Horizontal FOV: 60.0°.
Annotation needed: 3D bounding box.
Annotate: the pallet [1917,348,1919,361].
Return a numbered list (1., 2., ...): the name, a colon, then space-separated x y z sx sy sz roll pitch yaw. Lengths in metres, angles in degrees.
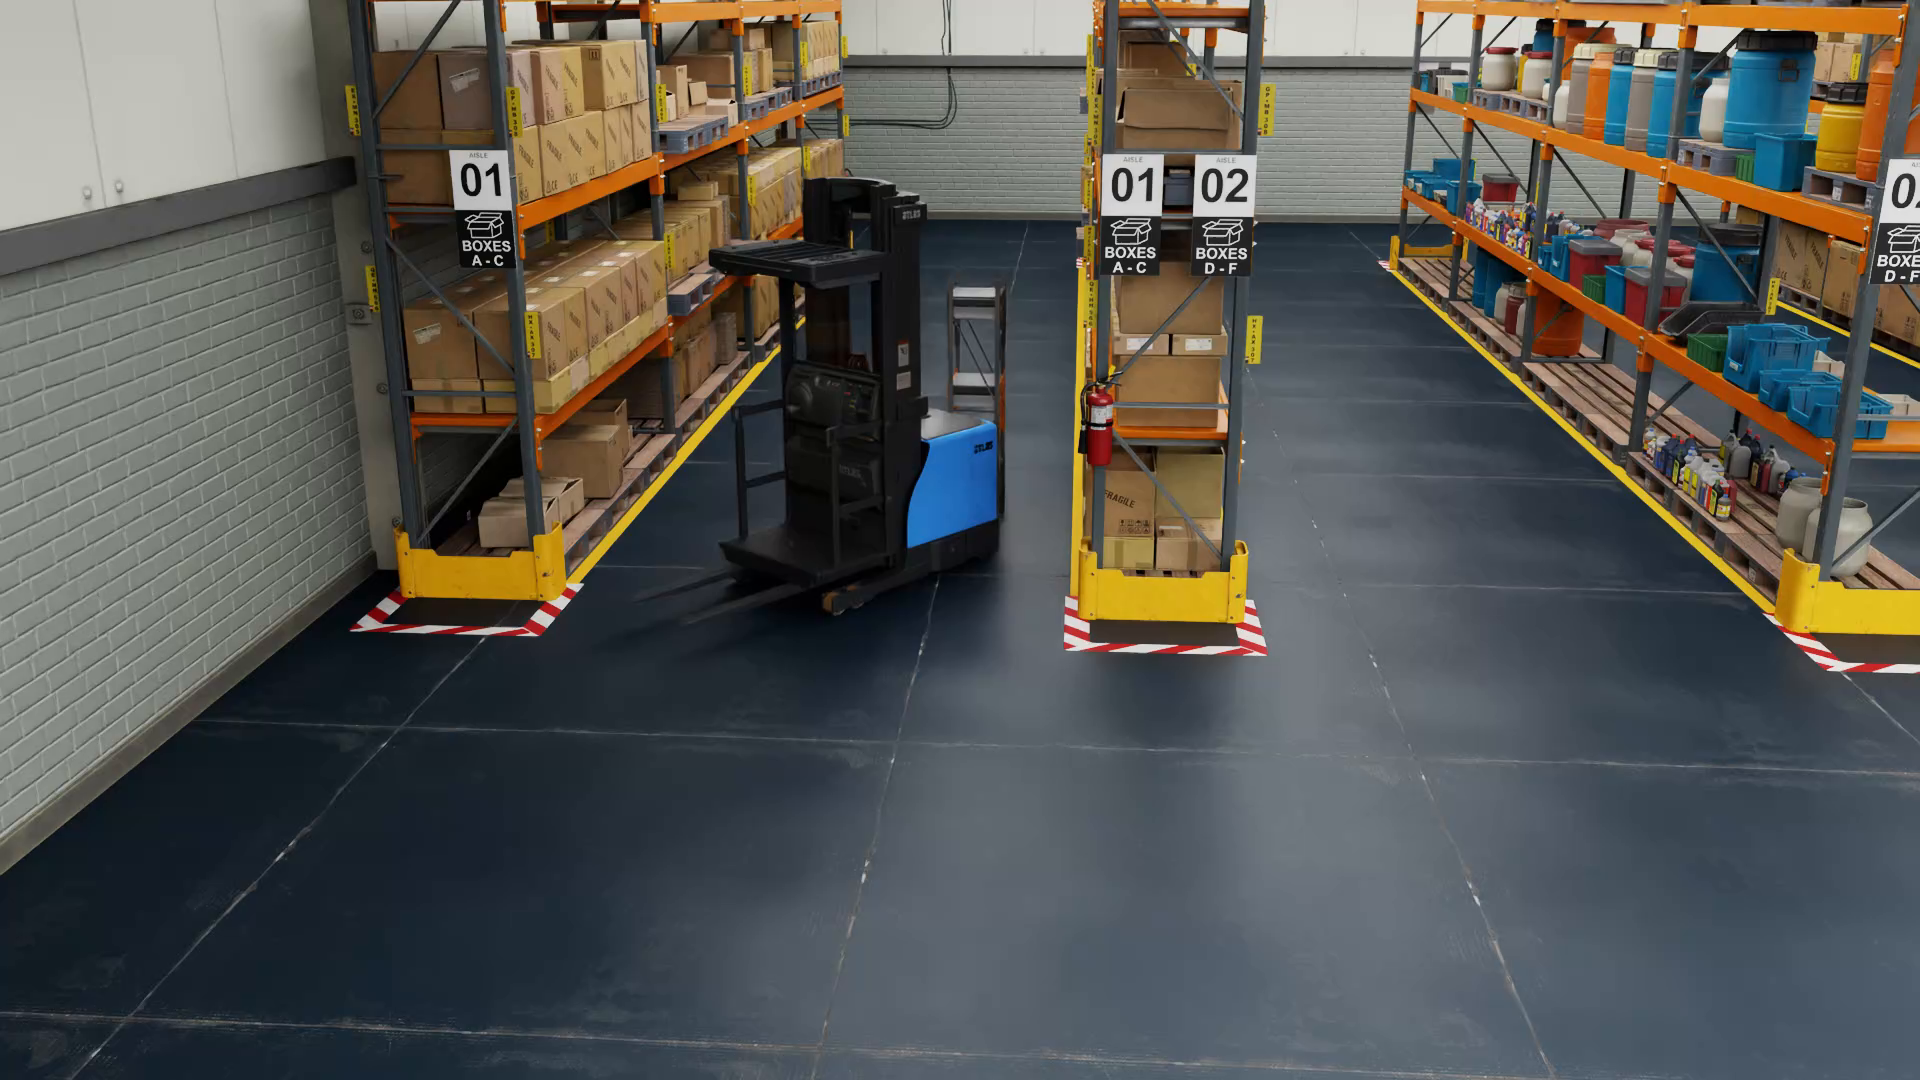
1. pallet: 12.012 -2.095 19.477 1.003 0.211 1.213 1 18 4

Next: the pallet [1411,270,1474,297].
1. pallet: 7.326 -3.814 24.722 1.003 0.211 1.213 1 18 4

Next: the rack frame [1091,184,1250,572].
1. rack frame: 1.426 -0.914 11.396 1.000 3.000 0.127 1 18 4

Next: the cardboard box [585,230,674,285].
1. cardboard box: -3.158 -2.680 15.917 0.700 0.500 0.500 1 18 4

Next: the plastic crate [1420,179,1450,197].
1. plastic crate: 7.073 -5.242 24.778 0.416 0.233 0.300 1 18 4

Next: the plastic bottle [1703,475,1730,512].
1. plastic bottle: 6.107 -0.375 13.418 0.152 0.276 0.135 1 18 4

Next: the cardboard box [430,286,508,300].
1. cardboard box: -3.647 -1.626 12.571 0.500 0.500 0.500 2 18 5

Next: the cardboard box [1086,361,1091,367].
1. cardboard box: 1.487 -1.610 16.360 0.500 0.311 0.500 2 18 5

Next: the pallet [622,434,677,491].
1. pallet: -3.241 -0.732 15.316 1.003 0.211 1.213 1 18 4

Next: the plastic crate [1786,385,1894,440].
1. plastic crate: 6.104 -0.894 11.573 0.499 0.251 0.616 1 18 4

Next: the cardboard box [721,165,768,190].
1. cardboard box: -2.614 -4.365 20.053 0.500 0.250 0.500 1 18 3

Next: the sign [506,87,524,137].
1. sign: -2.974 -2.852 11.090 0.100 0.325 0.005 1 18 4

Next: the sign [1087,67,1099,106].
1. sign: 1.171 -3.986 14.618 0.100 0.325 0.005 1 18 4

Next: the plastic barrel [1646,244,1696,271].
1. plastic barrel: 6.993 -2.630 16.412 0.433 0.535 0.433 0 18 0

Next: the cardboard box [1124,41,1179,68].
1. cardboard box: 1.814 -4.435 15.685 0.500 0.500 0.500 3 18 9

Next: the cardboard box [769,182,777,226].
1. cardboard box: -2.568 -4.168 20.657 0.500 0.500 0.500 1 18 4

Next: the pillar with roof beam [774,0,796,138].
1. pillar with roof beam: 1.257 -9.606 28.286 9.100 9.000 0.400 1 18 4

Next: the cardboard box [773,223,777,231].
1. cardboard box: -2.562 -4.054 21.348 0.380 0.149 0.250 2 18 6

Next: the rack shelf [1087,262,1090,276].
1. rack shelf: 2.143 -3.678 20.986 1.077 0.370 4.000 1 18 4

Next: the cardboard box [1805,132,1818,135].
1. cardboard box: 12.681 -5.930 25.264 0.500 0.500 0.500 2 18 5

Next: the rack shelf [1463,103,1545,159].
1. rack shelf: 7.084 -4.992 20.178 1.077 0.370 4.000 1 18 4

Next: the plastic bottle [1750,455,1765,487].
1. plastic bottle: 6.754 -0.591 14.065 0.061 0.283 0.133 1 18 4

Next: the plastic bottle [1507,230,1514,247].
1. plastic bottle: 6.629 -3.616 19.962 0.097 0.201 0.097 0 18 0

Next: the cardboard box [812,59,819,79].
1. cardboard box: -2.291 -6.719 23.698 0.500 0.250 0.500 1 18 3

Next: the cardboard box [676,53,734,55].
1. cardboard box: -2.978 -5.508 19.731 0.700 0.500 0.500 0 18 1

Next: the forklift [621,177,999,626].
1. forklift: -1.064 -1.037 11.881 1.130 2.935 3.031 16 24 40

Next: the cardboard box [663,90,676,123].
1. cardboard box: -3.065 -4.208 16.099 0.500 0.311 0.500 2 18 6

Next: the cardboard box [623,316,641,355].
1. cardboard box: -3.024 -1.739 14.122 0.500 0.250 0.500 1 18 4

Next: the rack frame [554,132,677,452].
1. rack frame: -3.228 -2.266 15.521 1.000 3.000 0.127 1 18 4

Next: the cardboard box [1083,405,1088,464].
1. cardboard box: 1.262 -0.803 13.593 0.500 0.500 0.500 1 18 4

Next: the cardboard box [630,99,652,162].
1. cardboard box: -3.018 -3.585 14.538 0.500 0.500 0.500 2 18 5

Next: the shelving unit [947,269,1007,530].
1. shelving unit: 0.137 -1.085 13.363 0.431 2.100 0.503 2 18 6

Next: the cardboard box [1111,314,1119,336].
1. cardboard box: 1.299 -1.554 12.145 0.380 0.149 0.250 1 18 3

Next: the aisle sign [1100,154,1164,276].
1. aisle sign: 1.129 -2.136 10.949 0.394 0.787 0.004 1 18 4

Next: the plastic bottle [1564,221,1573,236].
1. plastic bottle: 7.412 -3.747 20.249 0.097 0.271 0.097 0 18 0

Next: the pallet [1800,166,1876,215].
1. pallet: 6.524 -2.393 11.395 1.003 0.211 1.213 1 18 4

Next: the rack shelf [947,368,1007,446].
1. rack shelf: 0.137 -1.072 13.368 0.431 0.518 0.480 2 18 6

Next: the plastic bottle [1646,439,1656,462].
1. plastic bottle: 6.186 -0.803 14.845 0.097 0.201 0.097 0 18 0

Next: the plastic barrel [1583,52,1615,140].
1. plastic barrel: 6.618 -4.463 16.720 0.600 0.830 0.708 1 18 4

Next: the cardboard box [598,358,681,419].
1. cardboard box: -3.192 -1.516 16.541 0.700 0.500 0.500 2 18 6

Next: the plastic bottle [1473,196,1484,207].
1. plastic bottle: 6.876 -4.391 22.087 0.144 0.351 0.185 1 18 4

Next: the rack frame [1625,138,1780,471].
1. rack frame: 6.654 -2.045 14.846 1.000 3.000 0.127 1 18 4

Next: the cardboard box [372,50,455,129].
1. cardboard box: -3.745 -3.121 11.515 0.500 0.500 0.500 2 18 6

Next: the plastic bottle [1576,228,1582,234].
1. plastic bottle: 7.302 -3.534 19.597 0.097 0.271 0.097 0 18 0

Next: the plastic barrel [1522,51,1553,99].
1. plastic barrel: 6.917 -5.531 19.775 0.433 0.535 0.433 0 18 0

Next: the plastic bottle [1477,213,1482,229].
1. plastic bottle: 6.745 -4.121 21.500 0.097 0.201 0.097 0 18 0

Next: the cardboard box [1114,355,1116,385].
1. cardboard box: 1.547 -1.424 12.790 0.700 0.500 0.500 1 18 4

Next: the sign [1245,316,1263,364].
1. sign: 1.980 -1.349 11.205 0.100 0.325 0.005 1 18 4

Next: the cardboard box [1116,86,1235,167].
1. cardboard box: 1.472 -2.833 11.370 0.797 0.503 0.637 3 18 8

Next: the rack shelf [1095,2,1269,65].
1. rack shelf: 1.570 -3.854 12.532 1.077 0.370 4.000 1 18 4

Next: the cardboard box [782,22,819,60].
1. cardboard box: -2.293 -7.083 23.607 0.500 0.500 0.500 1 18 3

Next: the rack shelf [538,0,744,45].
1. rack shelf: -3.085 -5.206 16.657 1.077 0.370 4.000 1 18 4

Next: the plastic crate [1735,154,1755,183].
1. plastic crate: 6.269 -2.886 12.935 0.336 0.188 0.450 1 18 4

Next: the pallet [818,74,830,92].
1. pallet: -2.495 -6.766 24.579 1.003 0.211 1.213 1 18 4

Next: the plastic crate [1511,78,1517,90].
1. plastic crate: 7.590 -6.272 23.141 0.497 0.269 0.590 1 18 4

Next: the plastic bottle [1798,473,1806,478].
1. plastic bottle: 6.839 -0.409 13.528 0.097 0.271 0.097 0 18 0

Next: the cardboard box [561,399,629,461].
1. cardboard box: -3.263 -0.964 14.855 0.500 0.500 0.500 0 18 0
